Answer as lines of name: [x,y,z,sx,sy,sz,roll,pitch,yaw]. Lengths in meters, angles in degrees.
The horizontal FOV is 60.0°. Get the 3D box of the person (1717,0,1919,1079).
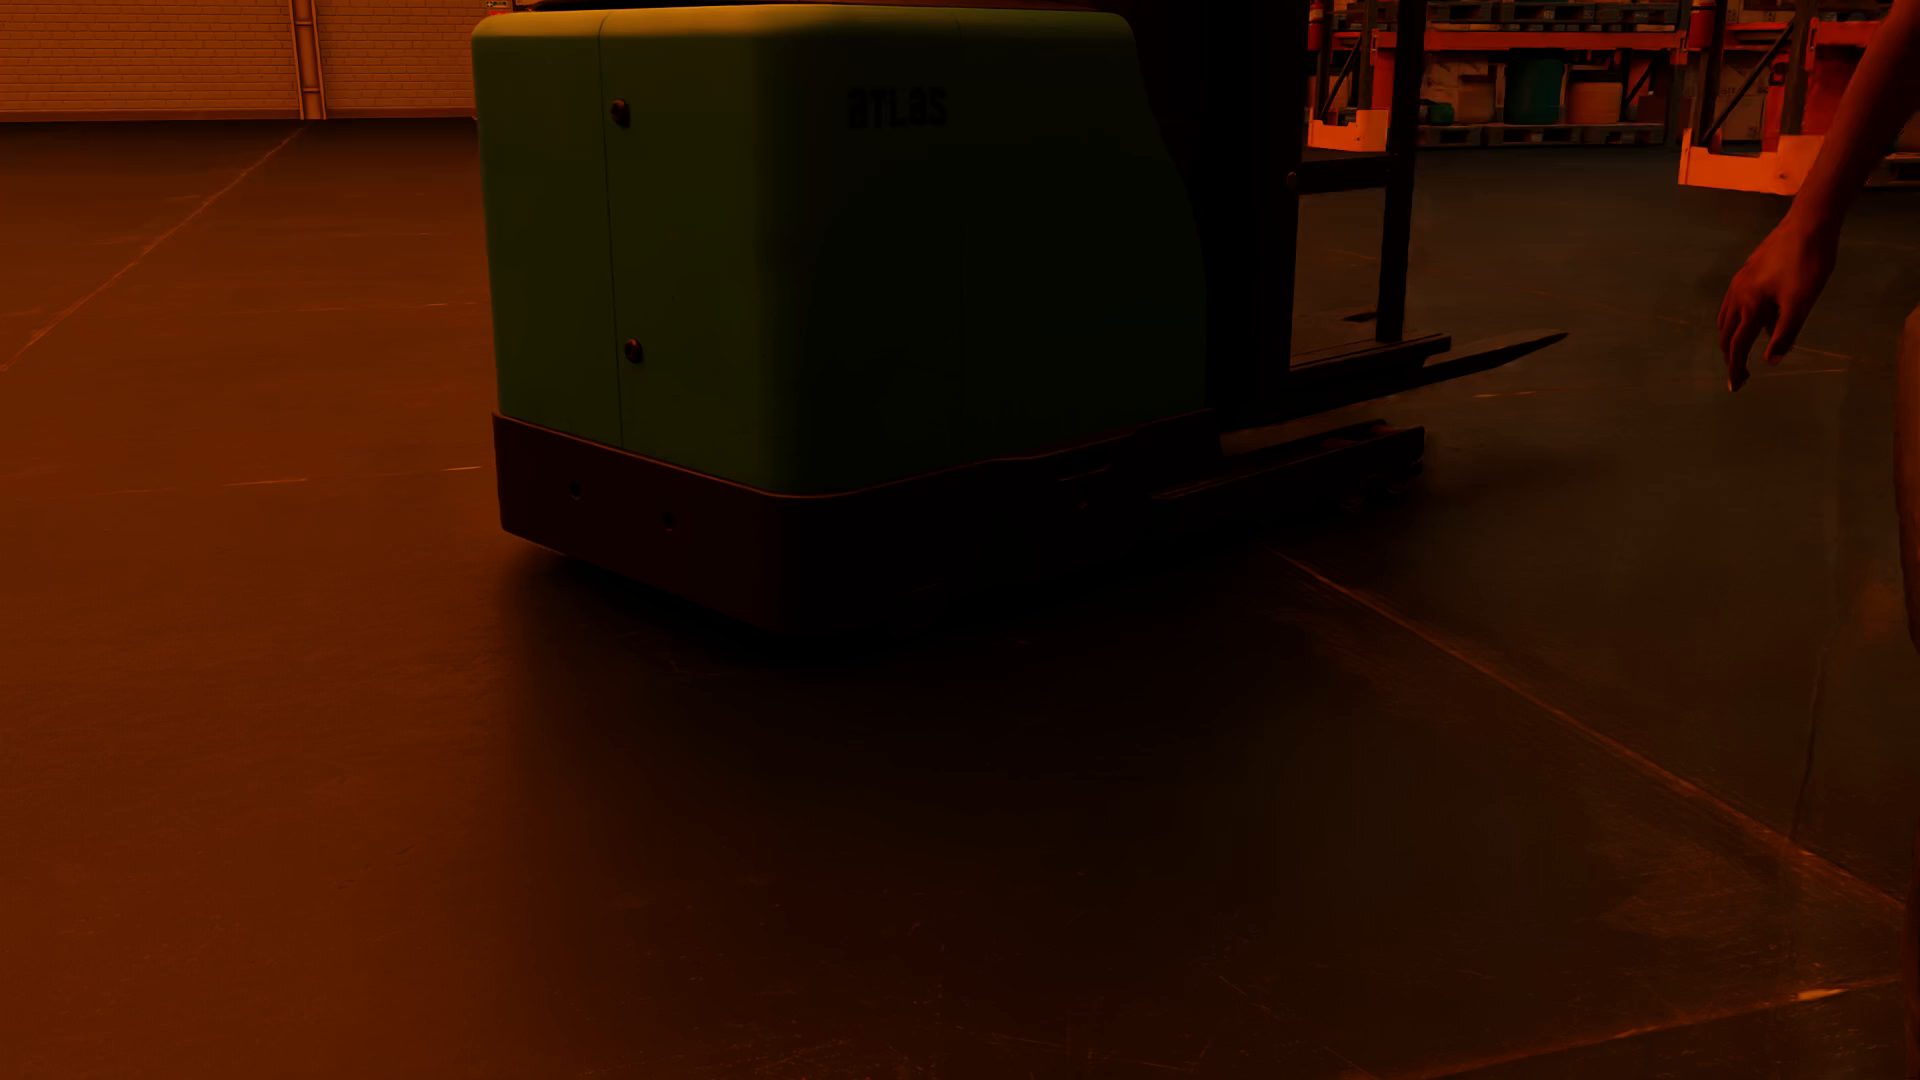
person: [0.781,-0.056,1.014,0.687,1.466,0.695,10,19,31]

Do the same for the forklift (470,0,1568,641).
forklift: [0.459,-1.567,3.704,3.031,2.935,1.130,-15,22,-42]
